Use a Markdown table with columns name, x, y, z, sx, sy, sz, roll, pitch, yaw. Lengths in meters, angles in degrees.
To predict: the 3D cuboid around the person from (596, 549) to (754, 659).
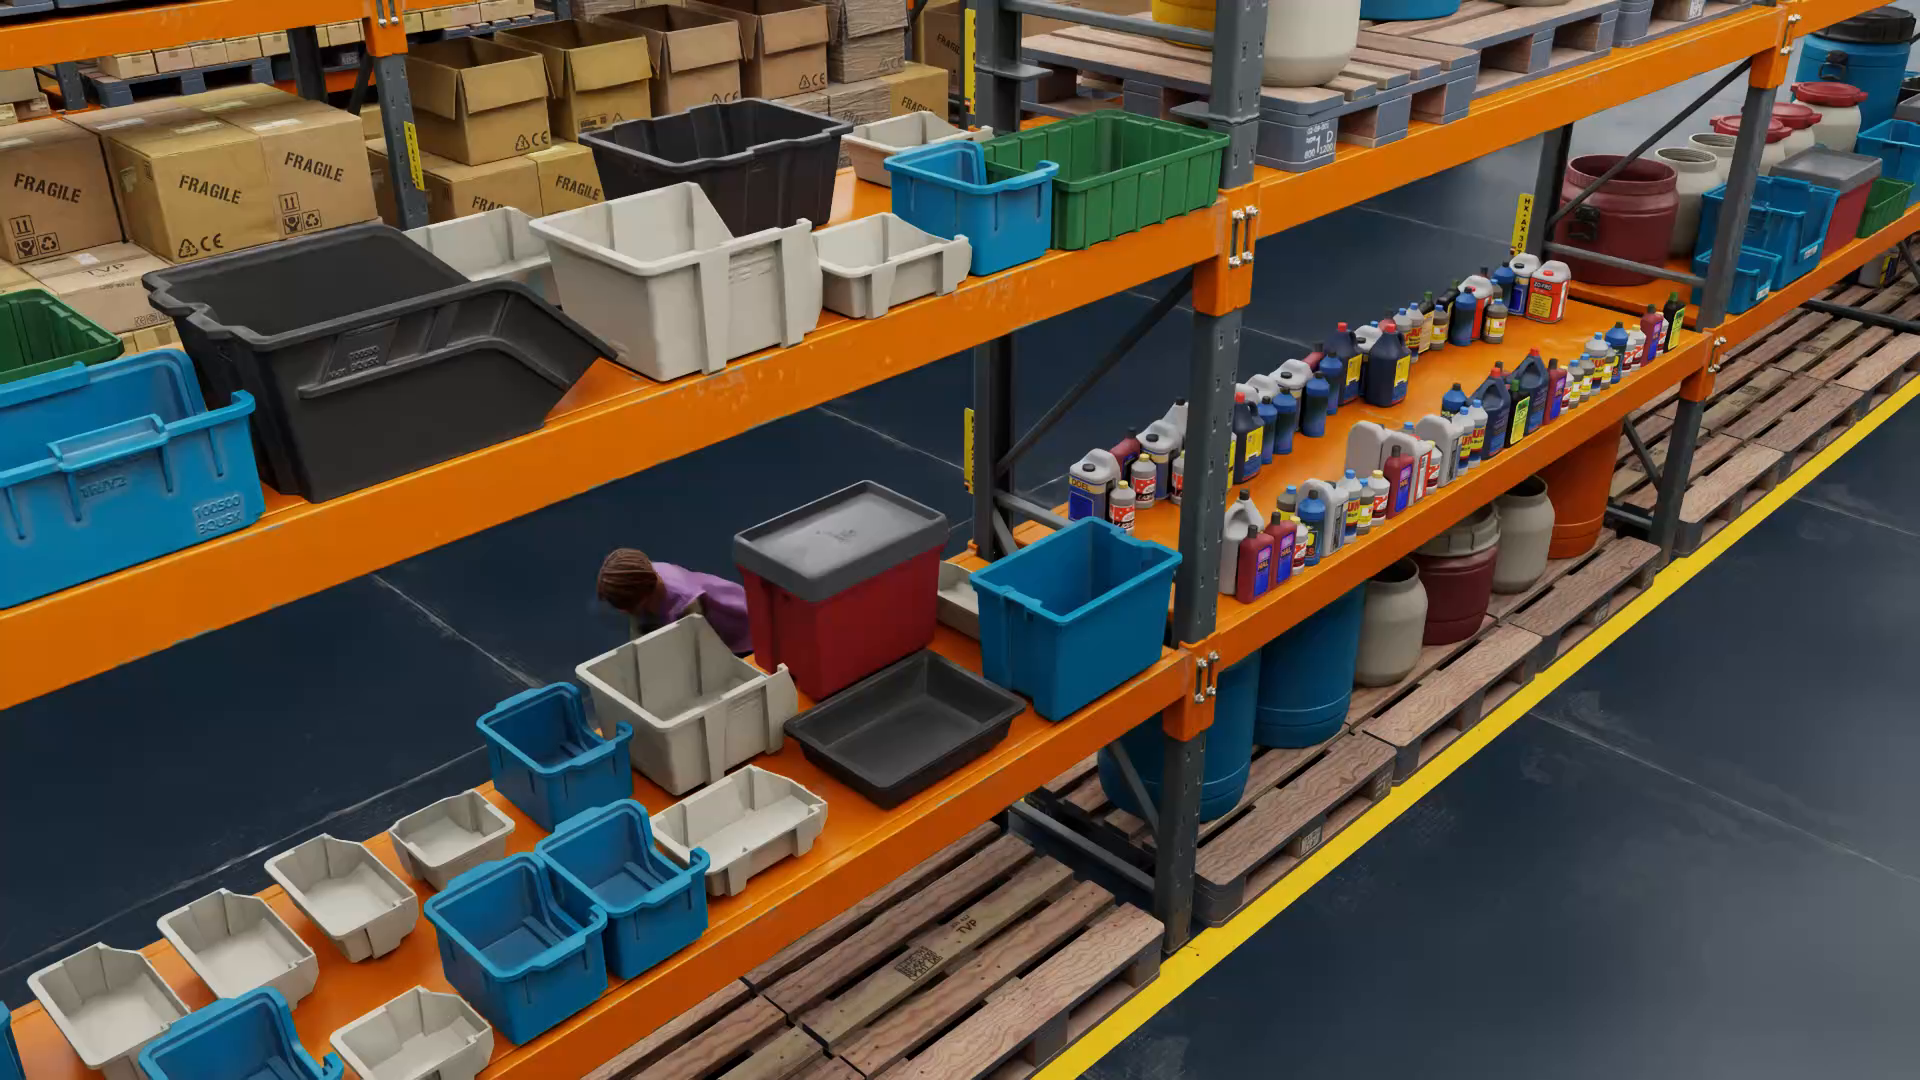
| name | x | y | z | sx | sy | sz | roll | pitch | yaw |
| --- | --- | --- | --- | --- | --- | --- | --- | --- | --- |
| person | -1.042 | 0.559 | 6.350 | 0.374 | 1.356 | 0.736 | 19 | 33 | 31 |
